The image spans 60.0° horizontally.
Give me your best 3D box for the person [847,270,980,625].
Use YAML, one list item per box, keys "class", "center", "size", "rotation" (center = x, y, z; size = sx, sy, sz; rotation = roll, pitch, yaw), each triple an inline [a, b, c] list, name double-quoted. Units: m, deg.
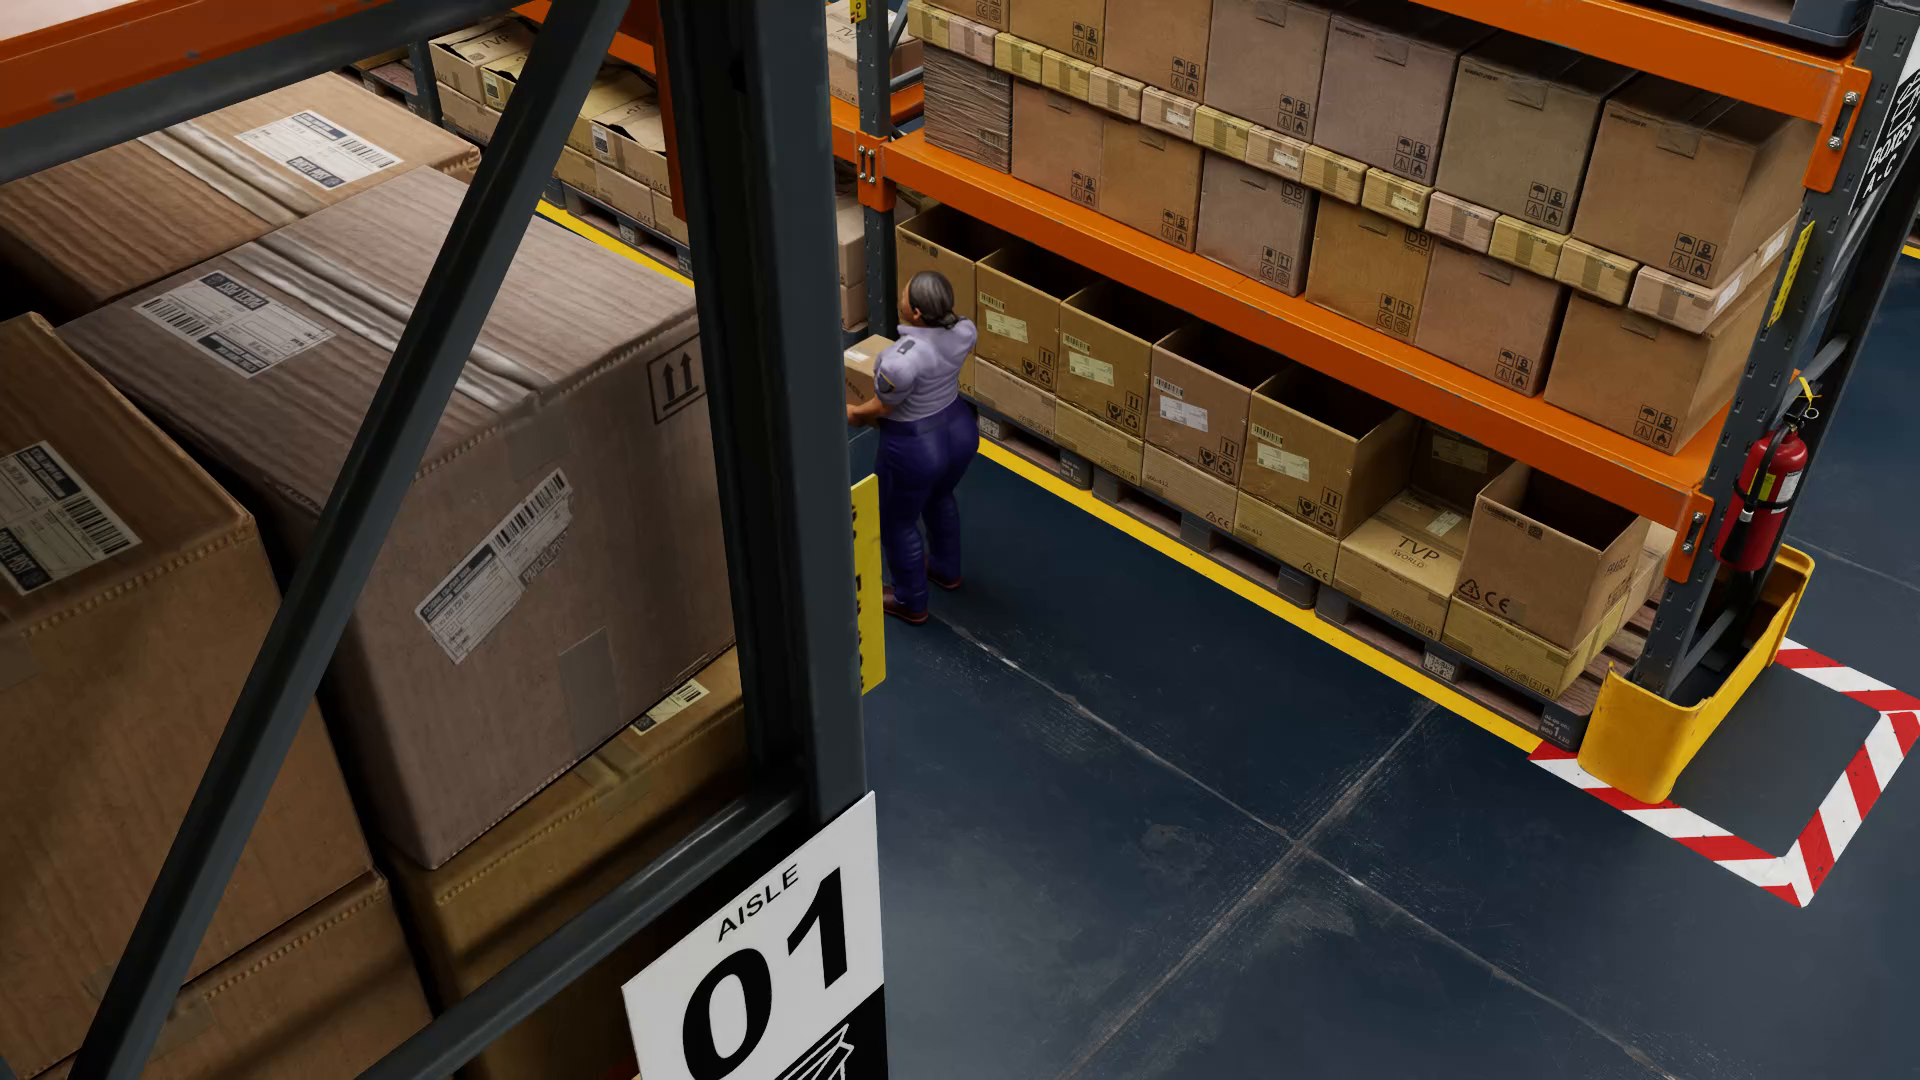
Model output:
- class: "person"
  center: [-0.204, -0.413, 6.681]
  size: [0.525, 1.629, 0.452]
  rotation: [32, 49, 32]
